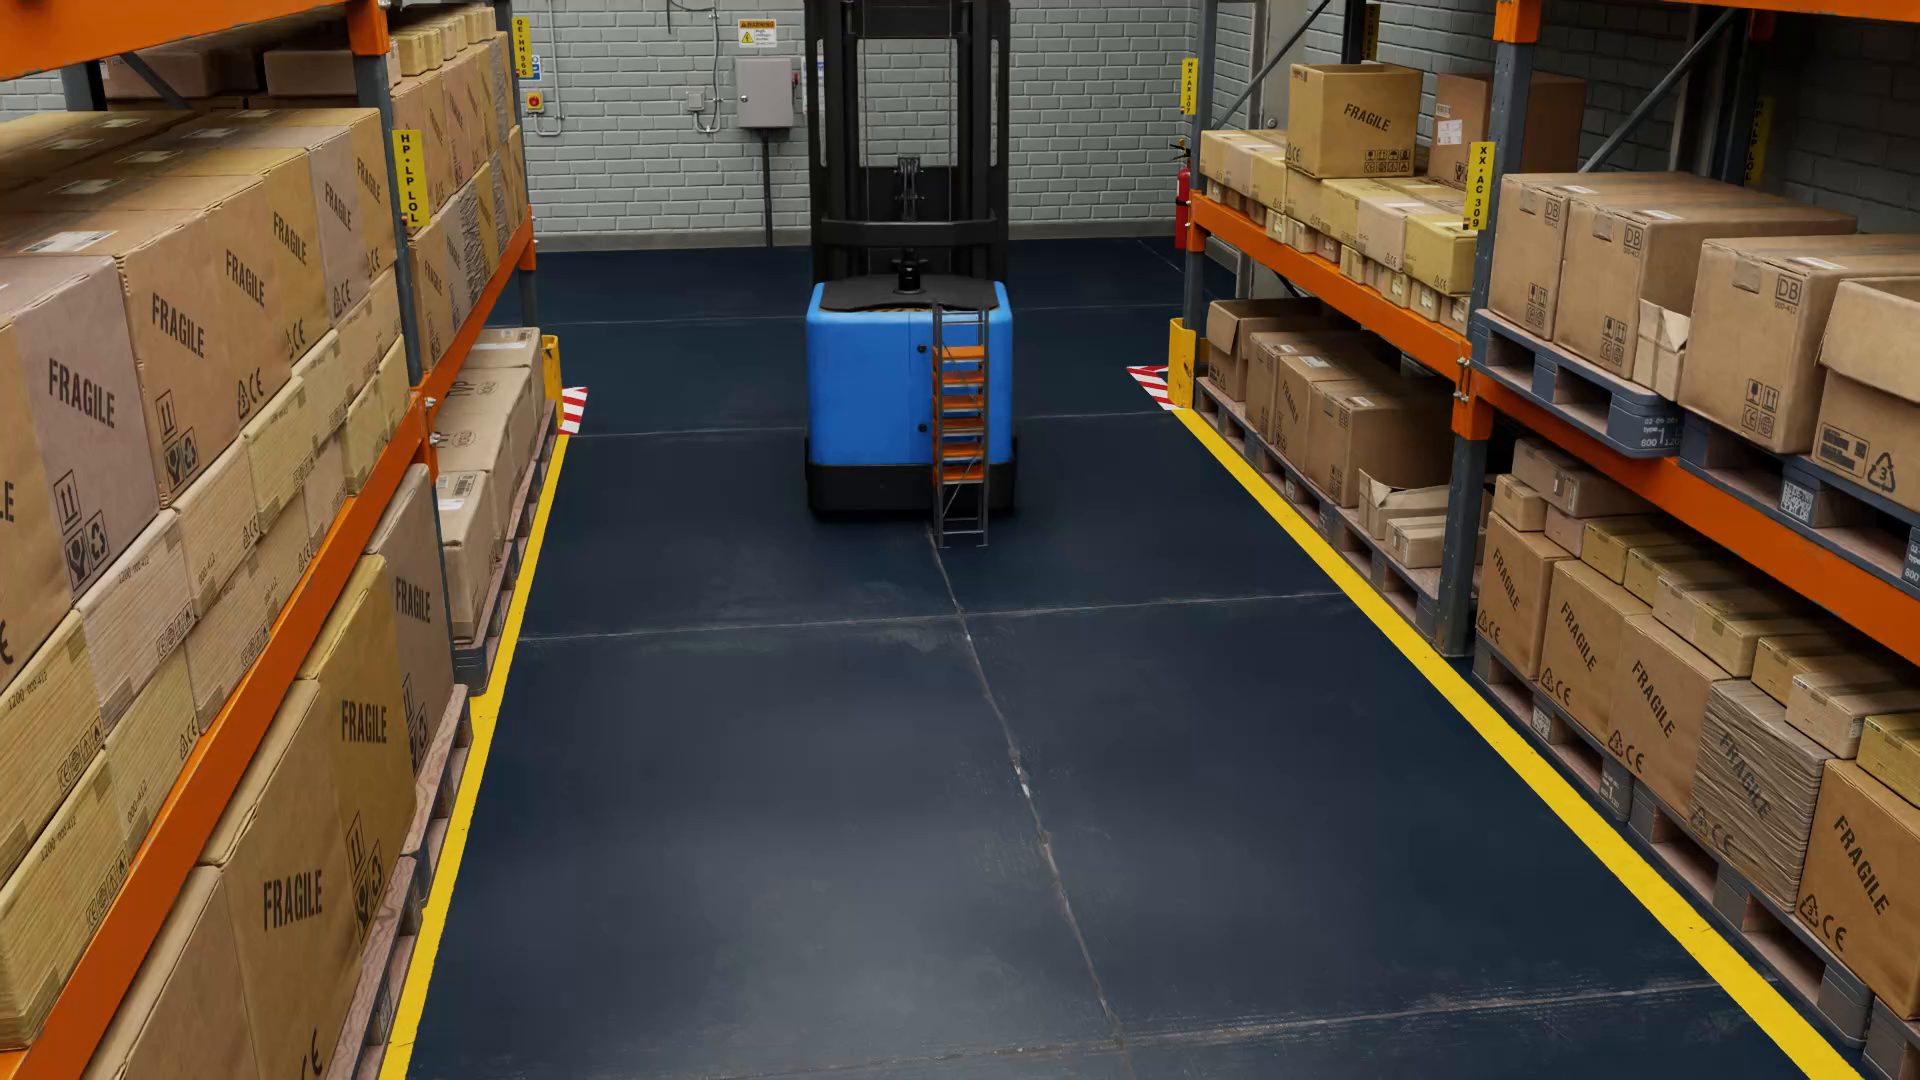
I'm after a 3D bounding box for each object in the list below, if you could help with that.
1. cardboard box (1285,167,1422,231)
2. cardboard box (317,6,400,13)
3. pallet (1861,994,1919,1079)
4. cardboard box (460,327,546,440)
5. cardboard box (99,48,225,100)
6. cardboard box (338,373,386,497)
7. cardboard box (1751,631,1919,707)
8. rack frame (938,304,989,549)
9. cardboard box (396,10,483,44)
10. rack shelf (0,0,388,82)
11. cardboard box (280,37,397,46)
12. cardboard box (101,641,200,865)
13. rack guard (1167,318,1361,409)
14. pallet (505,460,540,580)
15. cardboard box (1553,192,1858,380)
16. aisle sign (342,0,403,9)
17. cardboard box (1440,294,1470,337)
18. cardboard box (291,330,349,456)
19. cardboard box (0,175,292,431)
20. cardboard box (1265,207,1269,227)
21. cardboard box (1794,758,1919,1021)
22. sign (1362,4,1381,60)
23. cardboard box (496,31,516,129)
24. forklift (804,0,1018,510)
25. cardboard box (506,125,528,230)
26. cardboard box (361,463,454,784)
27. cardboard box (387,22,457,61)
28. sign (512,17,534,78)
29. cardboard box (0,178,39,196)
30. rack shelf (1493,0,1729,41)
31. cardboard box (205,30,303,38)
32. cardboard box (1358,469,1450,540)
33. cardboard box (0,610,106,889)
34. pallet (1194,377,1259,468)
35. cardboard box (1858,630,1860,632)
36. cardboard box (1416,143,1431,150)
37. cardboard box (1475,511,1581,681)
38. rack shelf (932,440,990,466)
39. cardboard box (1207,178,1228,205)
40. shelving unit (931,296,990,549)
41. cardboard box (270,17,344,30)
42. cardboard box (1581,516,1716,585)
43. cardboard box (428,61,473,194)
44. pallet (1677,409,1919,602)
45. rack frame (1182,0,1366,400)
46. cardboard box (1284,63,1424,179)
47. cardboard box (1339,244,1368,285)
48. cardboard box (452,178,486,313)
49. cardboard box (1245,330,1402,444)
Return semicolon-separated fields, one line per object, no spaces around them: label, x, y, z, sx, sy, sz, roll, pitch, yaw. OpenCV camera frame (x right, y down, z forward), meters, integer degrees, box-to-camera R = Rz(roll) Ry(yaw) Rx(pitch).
cardboard box;1.956;-1.713;8.304;0.500;0.250;0.500;-3;21;-9
cardboard box;-3.112;-2.684;8.615;0.380;0.149;0.250;-2;21;-6
pallet;2.996;1.476;3.964;1.003;0.211;1.213;-3;21;-8
cardboard box;-2.804;-0.861;9.297;0.875;0.438;0.875;-4;21;-10
cardboard box;-2.781;-1.613;5.749;0.380;0.149;0.250;-3;21;-9
cardboard box;-2.035;-0.314;4.985;0.500;0.250;0.500;-3;21;-9
cardboard box;2.596;0.394;4.920;0.380;0.149;0.250;-3;21;-8
rack frame;0.015;-0.525;7.908;0.240;1.200;0.006;-3;21;-8
cardboard box;-2.572;-2.532;8.210;0.380;0.149;0.250;-2;21;-7
rack shelf;-2.133;-1.079;3.560;1.077;0.370;4.000;-3;21;-8
cardboard box;-2.341;-1.819;6.301;0.380;0.149;0.250;-3;21;-8
cardboard box;-1.758;0.393;3.092;0.500;0.250;0.500;-4;21;-9
rack guard;1.924;-1.143;10.561;1.175;0.500;0.348;-3;21;-8
pallet;-2.633;-0.088;8.150;1.003;0.211;1.213;-3;21;-8
cardboard box;2.413;-0.841;5.437;0.700;0.500;0.500;-3;21;-7
aisle sign;-3.295;-3.317;9.094;0.394;0.787;0.004;-3;21;-8
cardboard box;2.194;-0.935;6.792;0.380;0.149;0.250;-3;21;-7
cardboard box;-1.957;-0.375;4.434;0.500;0.250;0.500;-2;21;-6
cardboard box;-1.883;-0.543;3.811;0.500;0.500;0.500;-3;21;-7
cardboard box;1.864;-1.738;8.940;0.380;0.149;0.250;-3;21;-7
cardboard box;2.653;0.914;4.455;0.500;0.500;0.500;-2;21;-5
sign;2.465;-3.052;9.993;0.100;0.325;0.005;-3;21;-8
cardboard box;-2.693;-2.449;8.914;0.500;0.500;0.500;-2;21;-6
forklift;-0.284;-1.988;9.350;1.130;2.935;3.031;-1;20;-1
cardboard box;-2.666;-1.982;9.092;0.500;0.500;0.500;-3;21;-7
cardboard box;-2.253;0.306;5.547;0.875;0.875;0.875;-2;21;-6
cardboard box;-2.411;-2.173;7.249;0.380;0.149;0.250;-3;21;-8
sign;-2.459;-2.764;9.337;0.100;0.325;0.005;-3;21;-8
cardboard box;-2.391;-0.525;3.762;0.500;0.500;0.500;-3;21;-9
rack shelf;2.202;-2.716;7.942;1.077;0.370;4.000;-3;21;-8
cardboard box;-2.863;-1.968;6.700;0.380;0.149;0.250;-3;21;-8
cardboard box;2.068;-0.173;7.699;0.396;0.266;0.258;-2;21;-6
cardboard box;-1.673;0.330;2.547;0.500;0.250;0.500;-3;21;-8
pallet;2.040;-0.731;9.873;1.003;0.211;1.213;-3;21;-8
cardboard box;3.057;0.274;5.241;0.380;0.149;0.250;-3;21;-7
cardboard box;2.315;-2.085;9.300;0.500;0.250;0.500;-3;21;-8
cardboard box;2.337;0.198;6.372;0.500;0.500;0.500;-2;21;-5
rack shelf;0.002;-0.403;8.050;0.258;0.103;0.180;-3;21;-8
cardboard box;1.689;-2.095;9.897;0.380;0.149;0.250;-3;21;-8
shelving unit;0.002;-0.557;7.993;0.258;1.200;0.189;-3;21;-8
cardboard box;-3.048;-2.321;7.644;0.380;0.149;0.250;-3;21;-7
cardboard box;2.443;0.033;5.886;0.380;0.149;0.250;-4;21;-11
cardboard box;-2.380;-1.749;7.040;0.500;0.500;0.500;-3;21;-7
pallet;2.782;-0.153;4.614;1.003;0.211;1.213;-3;21;-8
rack frame;1.913;-2.340;10.195;1.000;3.000;0.127;-3;21;-8
cardboard box;1.929;-2.071;8.190;0.500;0.500;0.500;-2;21;-6
cardboard box;1.998;-1.292;7.748;0.380;0.149;0.250;-3;21;-9
cardboard box;-2.364;-1.273;7.195;0.500;0.500;0.500;-3;21;-7
cardboard box;1.993;-0.851;9.181;0.700;0.500;0.500;-2;21;-6
